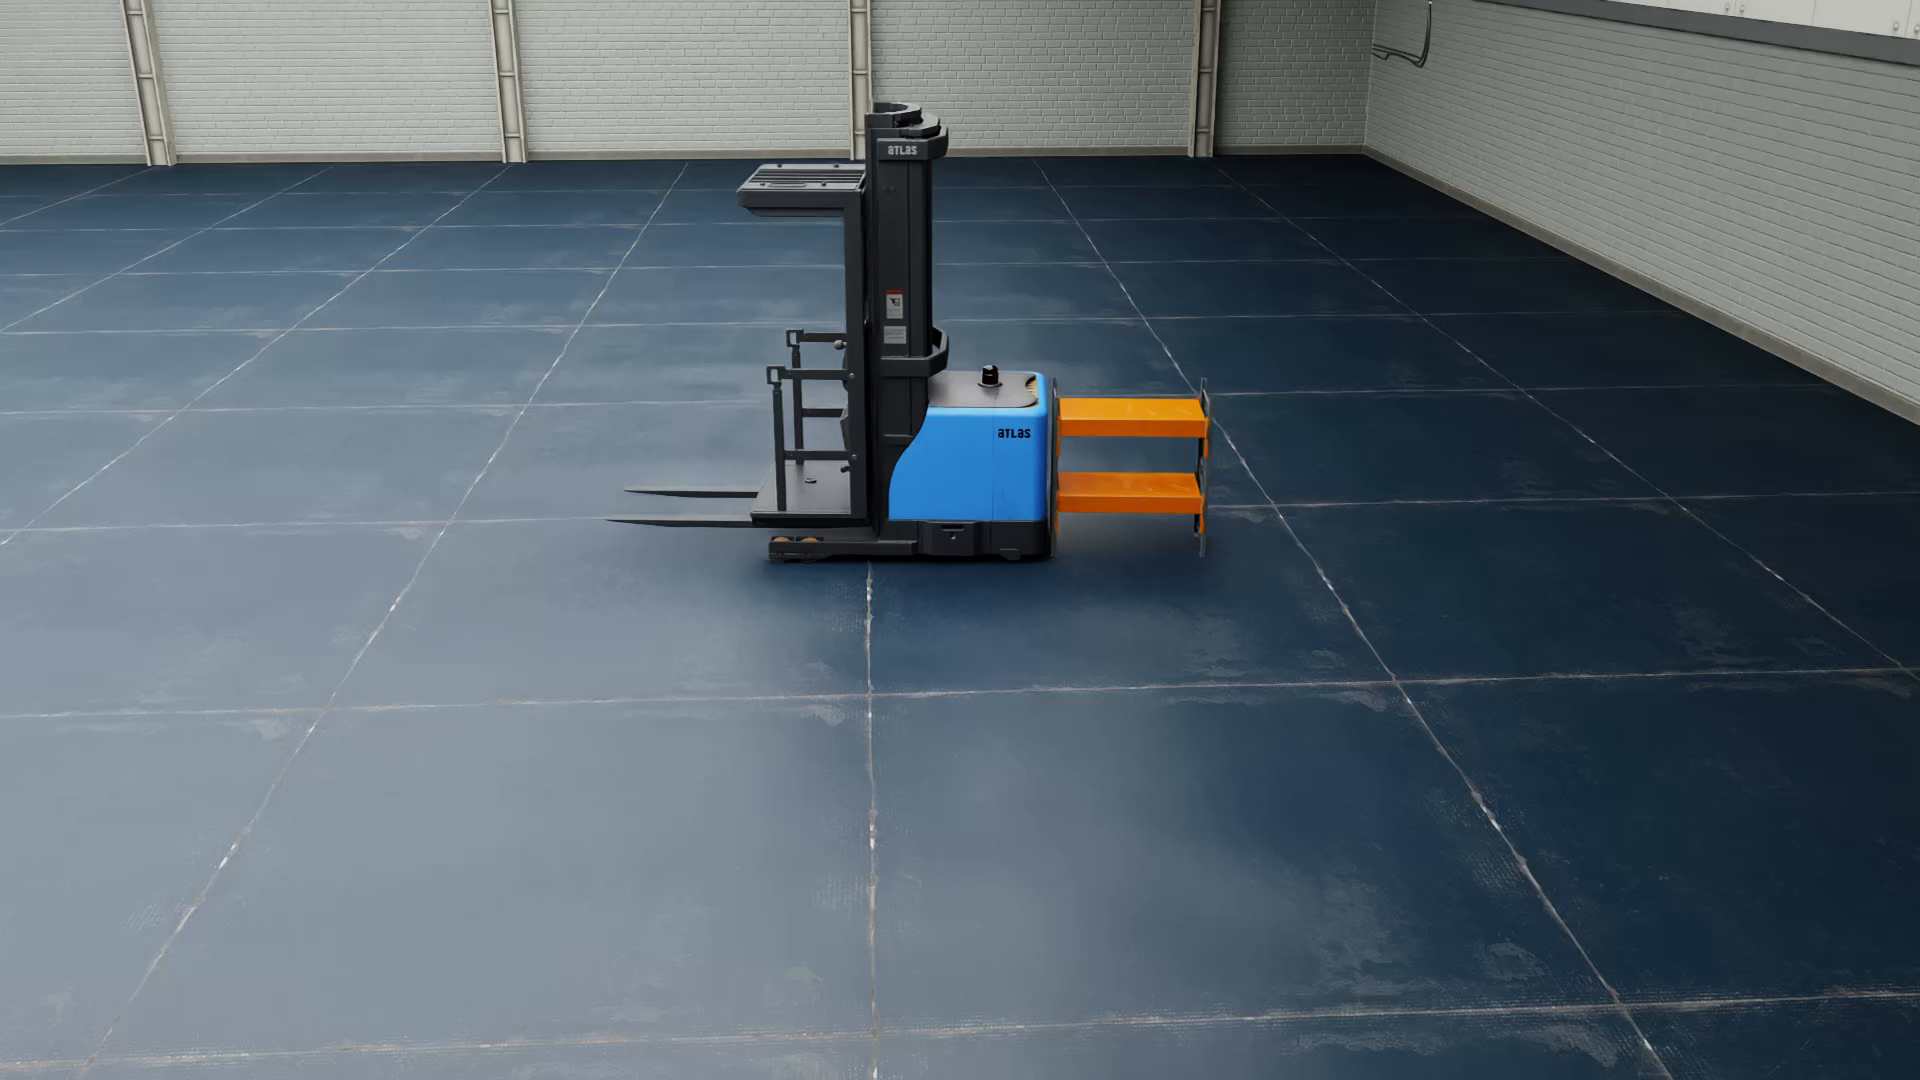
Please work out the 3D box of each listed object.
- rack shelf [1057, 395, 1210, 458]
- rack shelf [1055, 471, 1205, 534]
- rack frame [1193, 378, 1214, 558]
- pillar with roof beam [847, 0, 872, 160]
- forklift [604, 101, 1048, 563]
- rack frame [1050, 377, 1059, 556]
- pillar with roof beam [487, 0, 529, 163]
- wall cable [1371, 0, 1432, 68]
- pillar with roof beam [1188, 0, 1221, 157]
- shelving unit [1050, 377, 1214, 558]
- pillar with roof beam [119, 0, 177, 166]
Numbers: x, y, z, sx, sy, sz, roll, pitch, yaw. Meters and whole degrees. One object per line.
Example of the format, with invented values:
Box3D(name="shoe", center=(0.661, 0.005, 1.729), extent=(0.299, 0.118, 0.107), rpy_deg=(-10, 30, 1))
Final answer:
Box3D(name="rack shelf", center=(1.151, -0.771, 11.242), extent=(1.000, 0.278, 0.538), rpy_deg=(1, 21, 2))
Box3D(name="rack shelf", center=(1.151, -0.269, 11.434), extent=(1.000, 0.278, 0.538), rpy_deg=(1, 21, 2))
Box3D(name="rack frame", center=(1.659, -0.492, 11.332), extent=(0.032, 1.125, 0.500), rpy_deg=(1, 21, 2))
Box3D(name="pillar with roof beam", center=(-1.479, -9.379, 23.609), extent=(0.400, 9.000, 9.100), rpy_deg=(-1, 21, -3))
Box3D(name="forklift", center=(-0.910, -1.404, 11.191), extent=(3.031, 2.935, 1.130), rpy_deg=(1, 21, 2))
Box3D(name="rack frame", center=(0.643, -0.503, 11.361), extent=(0.032, 1.125, 0.500), rpy_deg=(1, 21, 2))
Box3D(name="pillar with roof beam", center=(-7.469, -9.258, 23.289), extent=(0.400, 9.000, 9.100), rpy_deg=(-1, 21, -3))
Box3D(name="wall cable", center=(7.282, -9.169, 27.422), extent=(0.112, 2.526, 3.097), rpy_deg=(-1, 21, -3))
Box3D(name="pillar with roof beam", center=(4.512, -9.501, 23.929), extent=(0.400, 9.000, 9.100), rpy_deg=(-1, 21, -3))
Box3D(name="shelving unit", center=(1.151, -0.497, 11.347), extent=(1.048, 1.125, 0.538), rpy_deg=(1, 21, 2))
Box3D(name="pillar with roof beam", center=(-13.459, -9.136, 22.969), extent=(0.400, 9.000, 9.100), rpy_deg=(-1, 21, -3))
